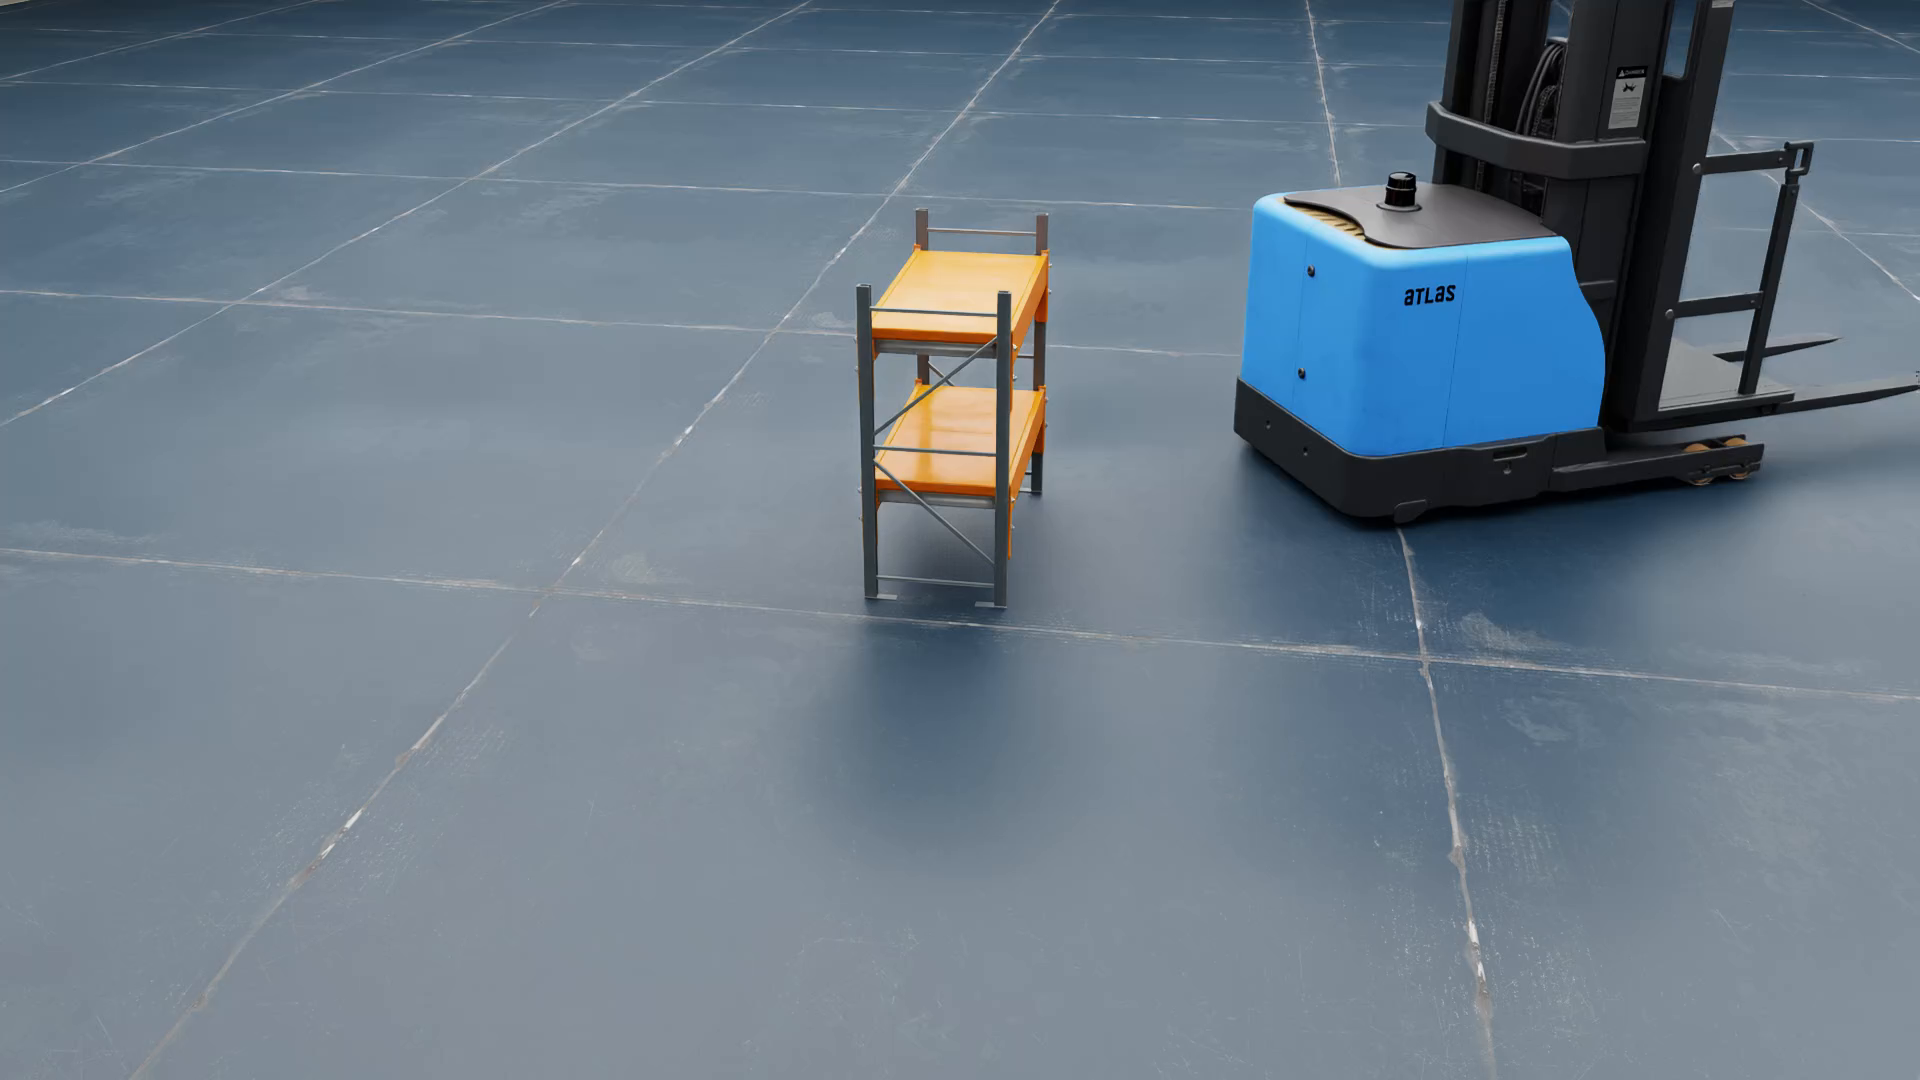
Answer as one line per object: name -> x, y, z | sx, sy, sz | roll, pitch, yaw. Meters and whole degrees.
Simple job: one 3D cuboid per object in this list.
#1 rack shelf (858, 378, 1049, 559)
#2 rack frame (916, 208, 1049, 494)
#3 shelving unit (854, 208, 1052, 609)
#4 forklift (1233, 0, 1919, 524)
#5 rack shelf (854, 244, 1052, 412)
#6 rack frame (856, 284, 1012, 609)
rack shelf -> -0.001, -0.285, 6.109 | 0.538, 0.278, 1.000 | 4, 25, 9
rack frame -> 0.082, -0.719, 6.460 | 0.500, 1.125, 0.032 | 4, 25, 9
shelving unit -> -0.001, -0.507, 6.005 | 0.538, 1.125, 1.048 | 4, 25, 9
forklift -> 2.738, -1.750, 6.531 | 3.031, 2.935, 1.130 | -8, 26, -17
rack shelf -> -0.001, -0.772, 5.881 | 0.538, 0.278, 1.000 | 4, 25, 9
rack frame -> -0.084, -0.294, 5.551 | 0.500, 1.125, 0.032 | 4, 25, 9
